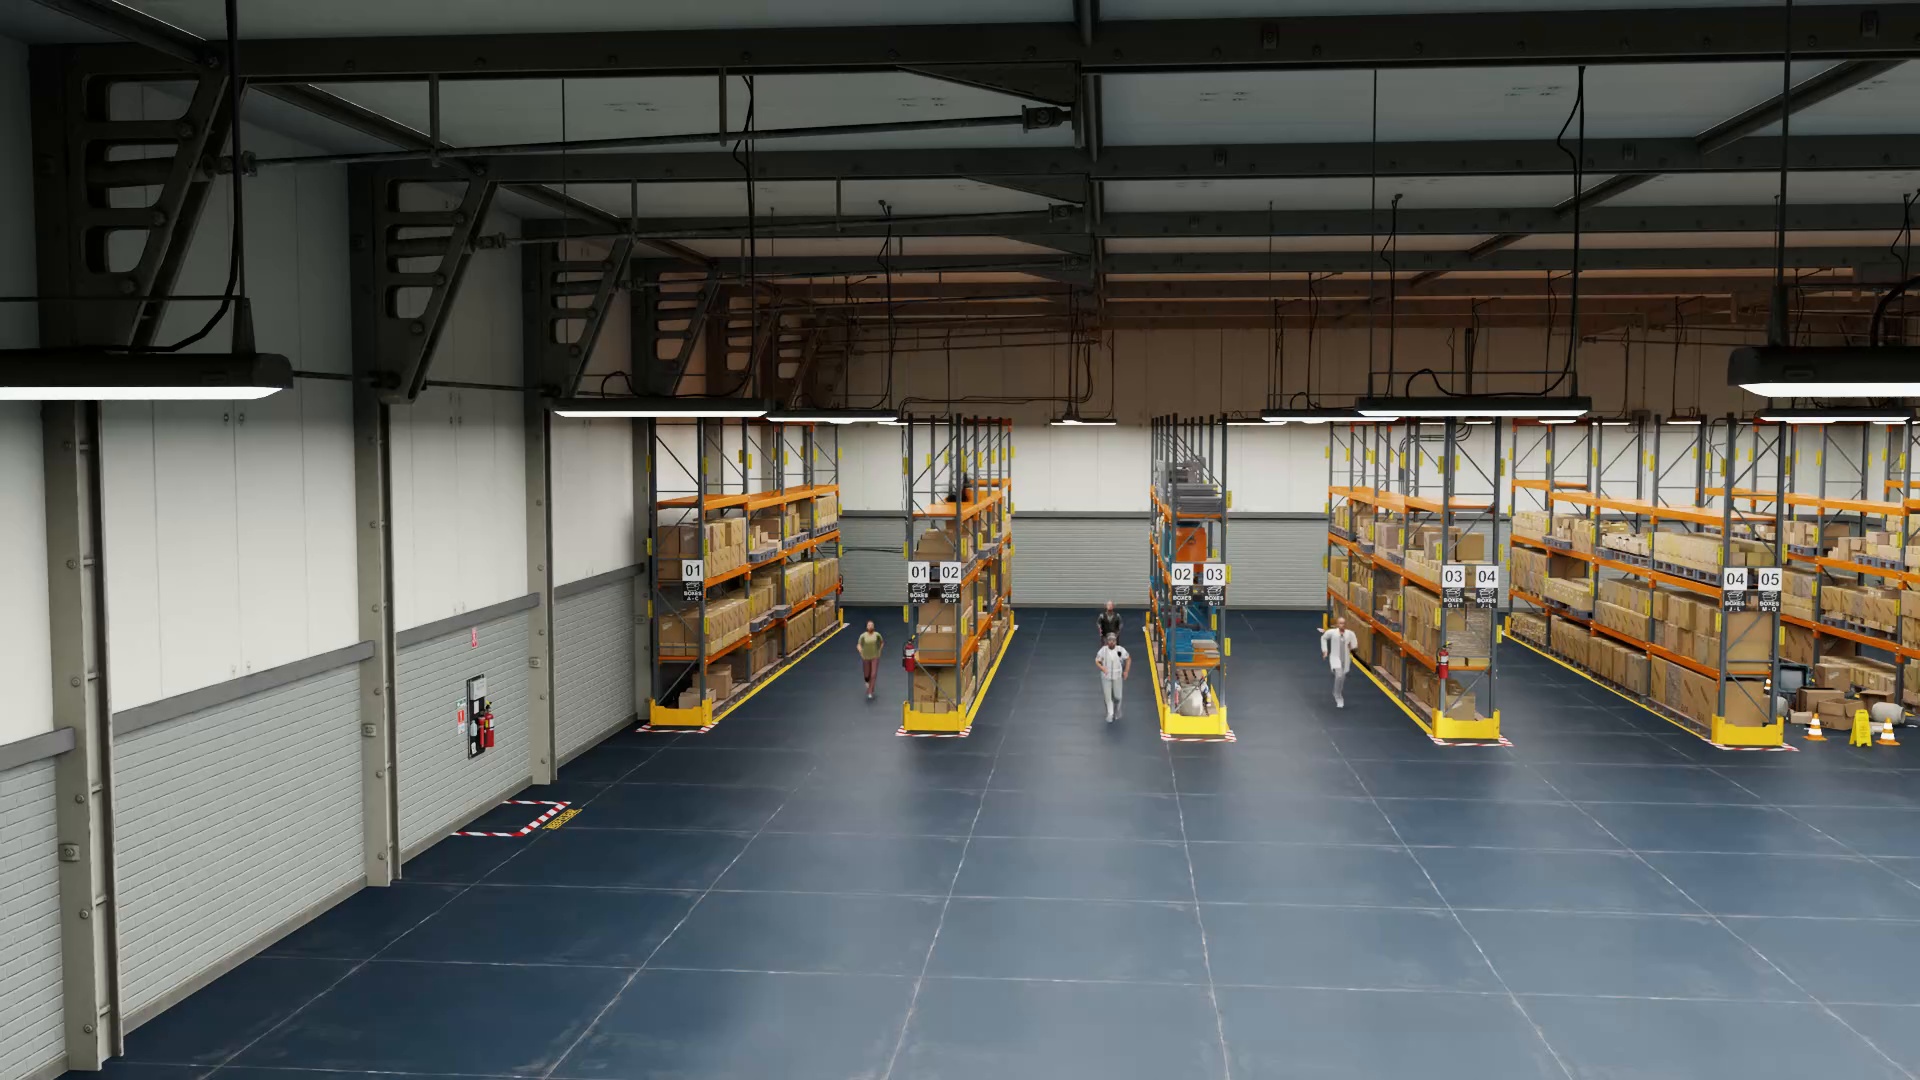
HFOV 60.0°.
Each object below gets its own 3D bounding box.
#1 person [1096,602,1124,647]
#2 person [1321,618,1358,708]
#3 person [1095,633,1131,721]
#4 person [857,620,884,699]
[{"bbox_3d":[3.493,2.275,38.802,0.657,1.672,0.609,0,4,4],"label":"person"},{"bbox_3d":[7.861,2.520,34.392,0.666,1.845,0.937,-1,4,-8],"label":"person"},{"bbox_3d":[2.981,2.669,32.392,0.690,1.749,0.600,0,4,4],"label":"person"},{"bbox_3d":[-1.900,2.526,35.460,0.579,1.641,0.731,0,4,-5],"label":"person"}]
